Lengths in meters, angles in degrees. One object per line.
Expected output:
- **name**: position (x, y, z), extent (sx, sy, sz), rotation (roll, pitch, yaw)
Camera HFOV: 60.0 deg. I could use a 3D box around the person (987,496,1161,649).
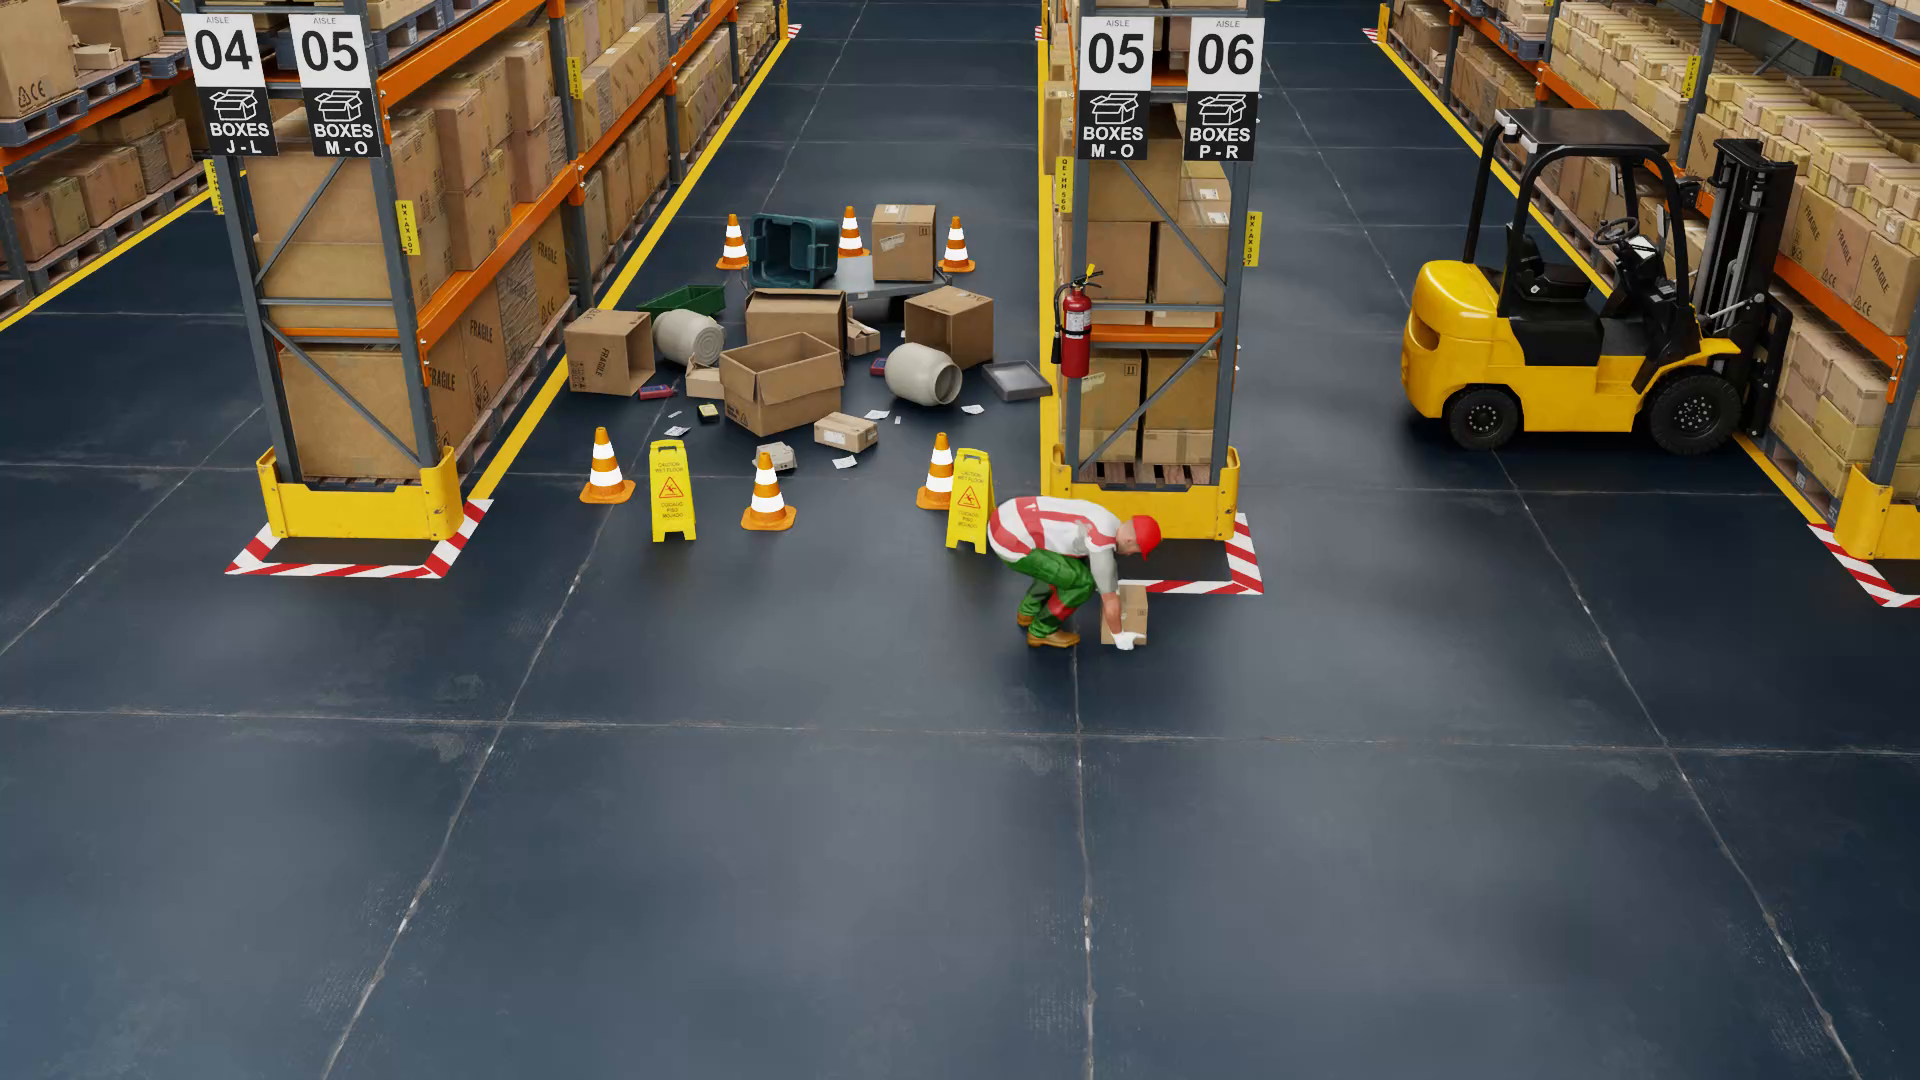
- **person**: position (0.634, 0.165, 9.321), extent (0.966, 0.869, 0.527), rotation (-1, 28, -2)
